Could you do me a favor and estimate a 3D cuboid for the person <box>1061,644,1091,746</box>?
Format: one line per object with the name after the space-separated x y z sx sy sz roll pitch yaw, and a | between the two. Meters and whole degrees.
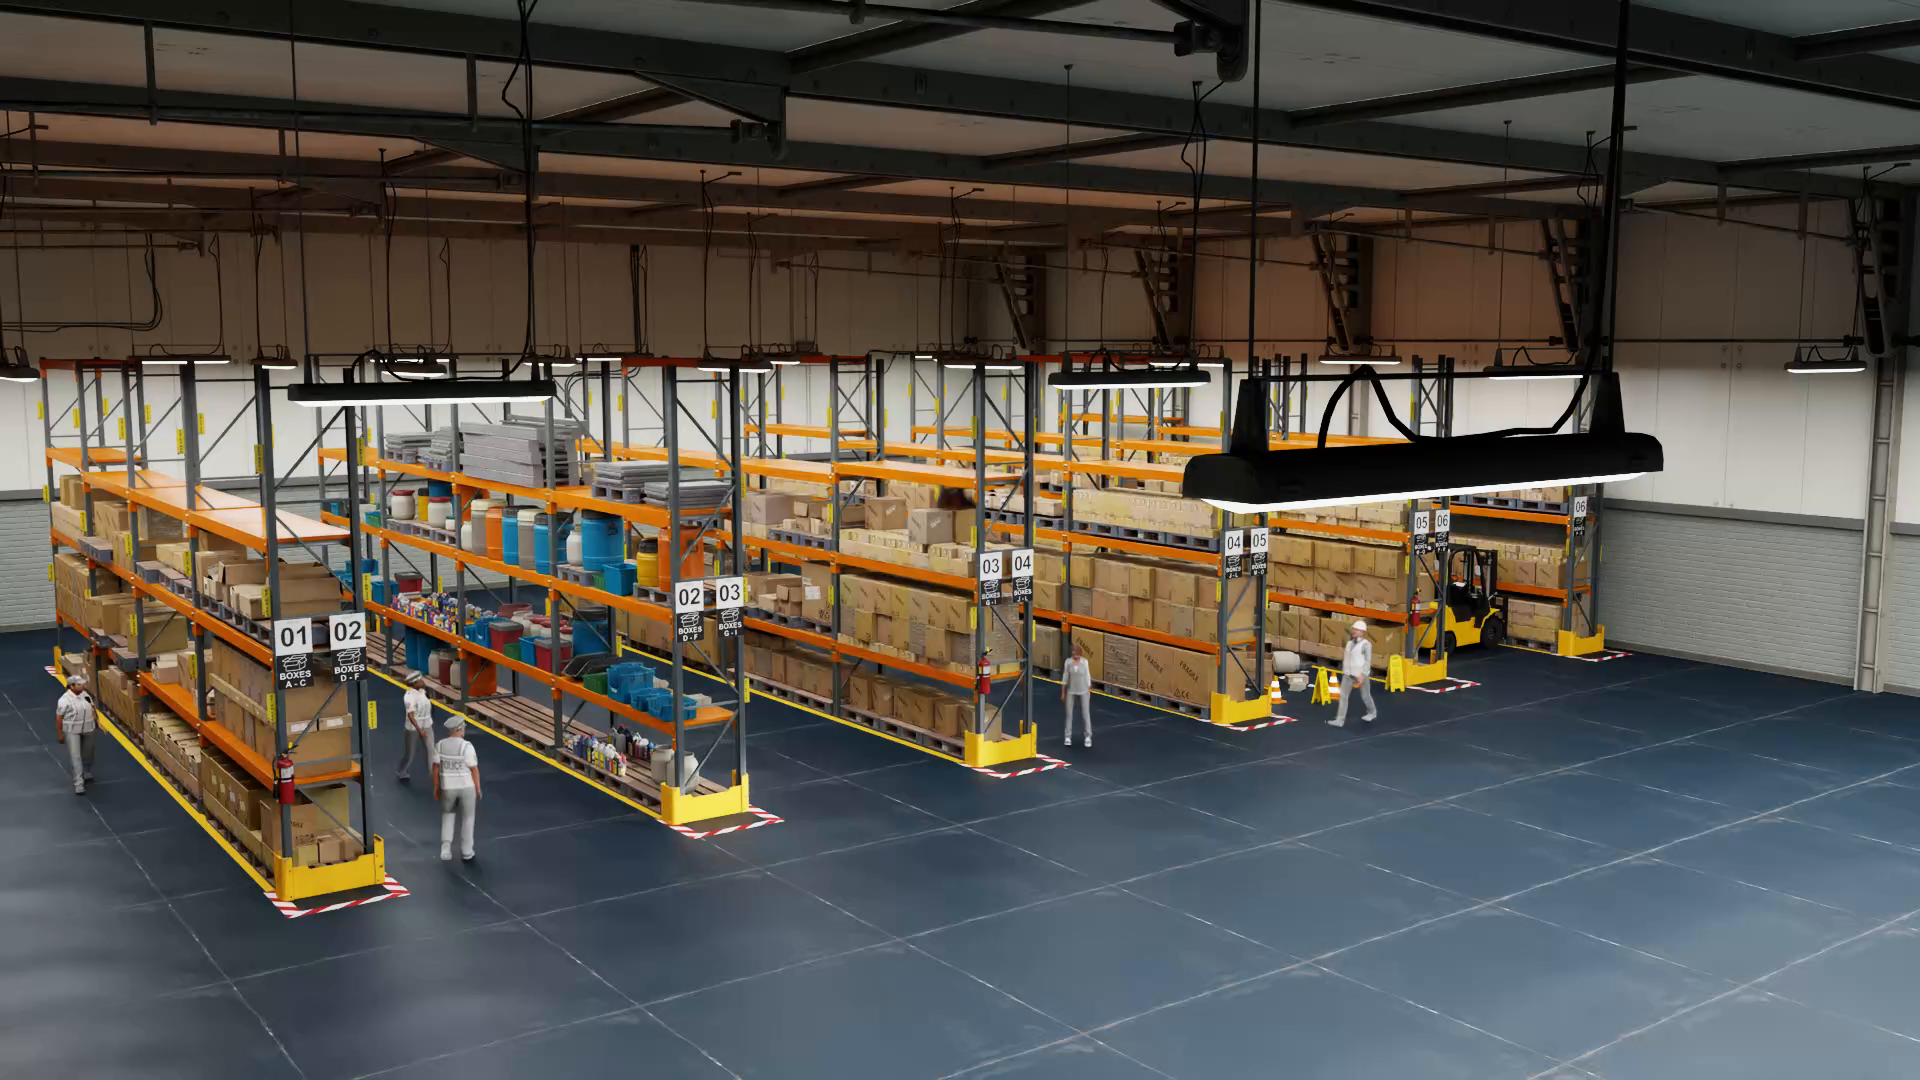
1.821 2.441 26.042 0.487 1.546 0.361 1 7 5 | person

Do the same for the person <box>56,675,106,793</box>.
-12.457 2.707 23.562 0.607 1.608 0.976 -5 8 -36 | person

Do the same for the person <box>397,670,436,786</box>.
-7.720 2.672 23.715 0.938 1.648 0.433 6 9 42 | person

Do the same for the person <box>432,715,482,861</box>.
-6.126 3.019 20.266 0.591 1.780 0.472 -1 7 -4 | person

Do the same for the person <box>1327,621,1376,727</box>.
6.496 2.198 27.314 0.519 1.728 1.026 6 9 39 | person
